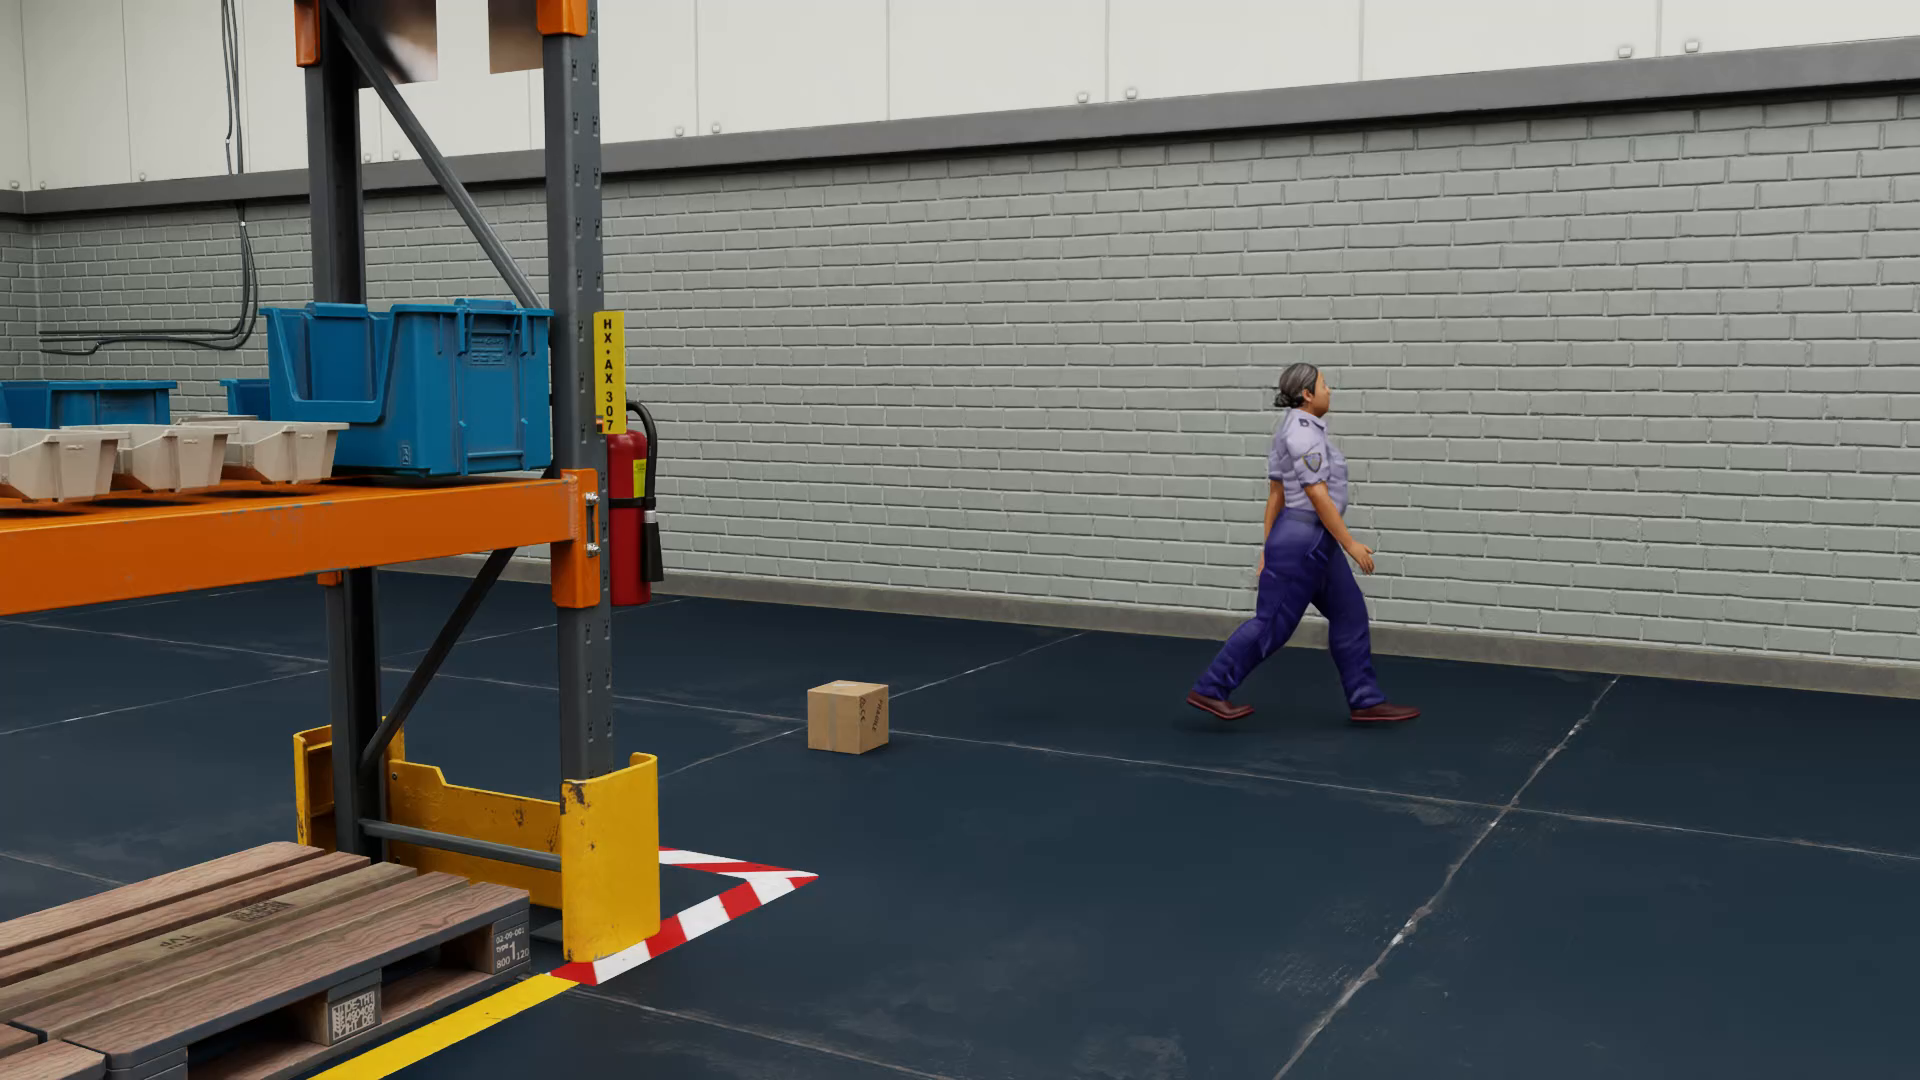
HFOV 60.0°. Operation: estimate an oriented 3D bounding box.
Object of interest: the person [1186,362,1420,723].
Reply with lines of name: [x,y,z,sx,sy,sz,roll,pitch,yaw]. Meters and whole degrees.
person: [1.510,0.027,7.228,1.021,1.588,0.467,1,6,9]
